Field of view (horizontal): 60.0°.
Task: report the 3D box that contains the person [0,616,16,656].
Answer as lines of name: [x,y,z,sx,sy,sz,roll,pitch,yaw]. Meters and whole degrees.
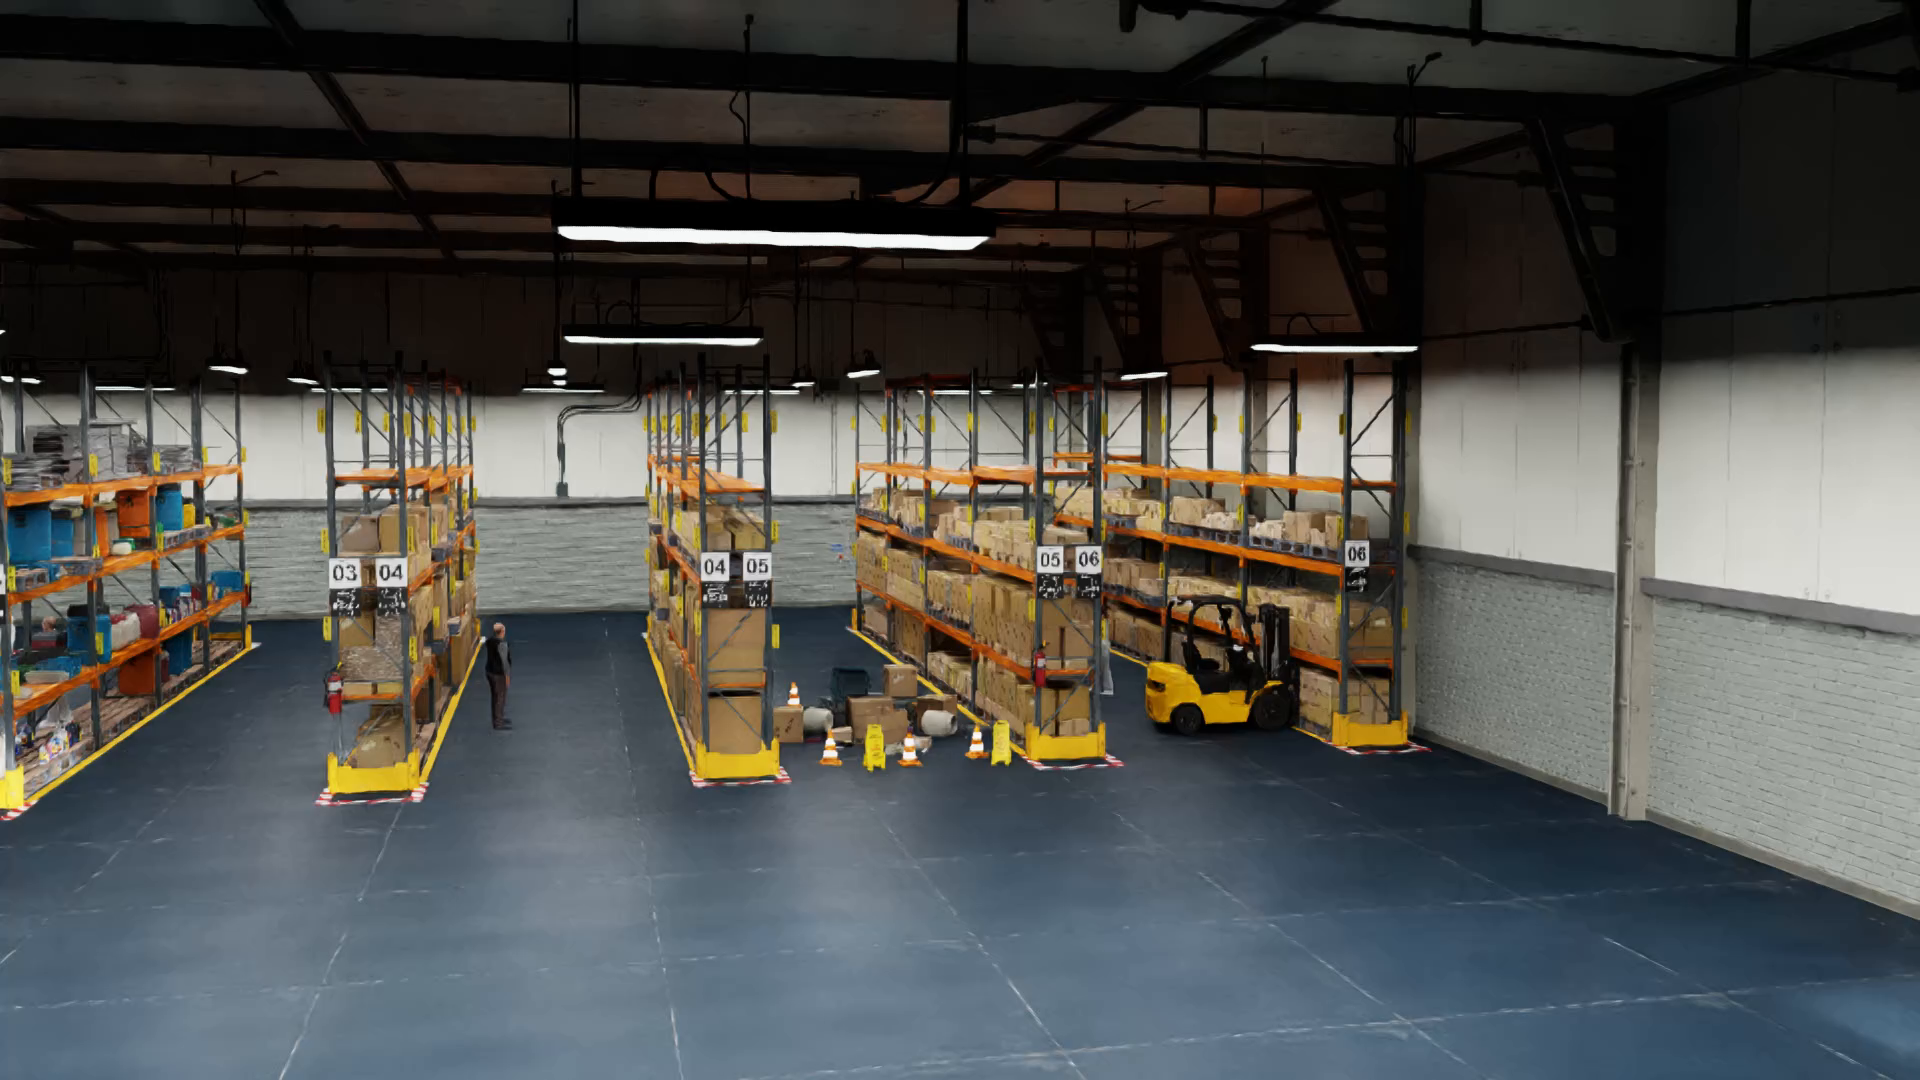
person: [-18.533,1.943,32.190,0.502,1.624,0.997,-1,4,-14]

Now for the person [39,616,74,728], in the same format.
person: [-14.337,2.087,26.297,0.531,1.772,0.653,-2,4,-21]

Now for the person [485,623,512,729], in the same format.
person: [-7.558,2.218,27.394,0.463,1.732,0.601,-4,5,-43]

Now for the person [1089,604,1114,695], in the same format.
person: [2.596,2.009,30.798,0.569,1.668,0.562,1,4,16]
